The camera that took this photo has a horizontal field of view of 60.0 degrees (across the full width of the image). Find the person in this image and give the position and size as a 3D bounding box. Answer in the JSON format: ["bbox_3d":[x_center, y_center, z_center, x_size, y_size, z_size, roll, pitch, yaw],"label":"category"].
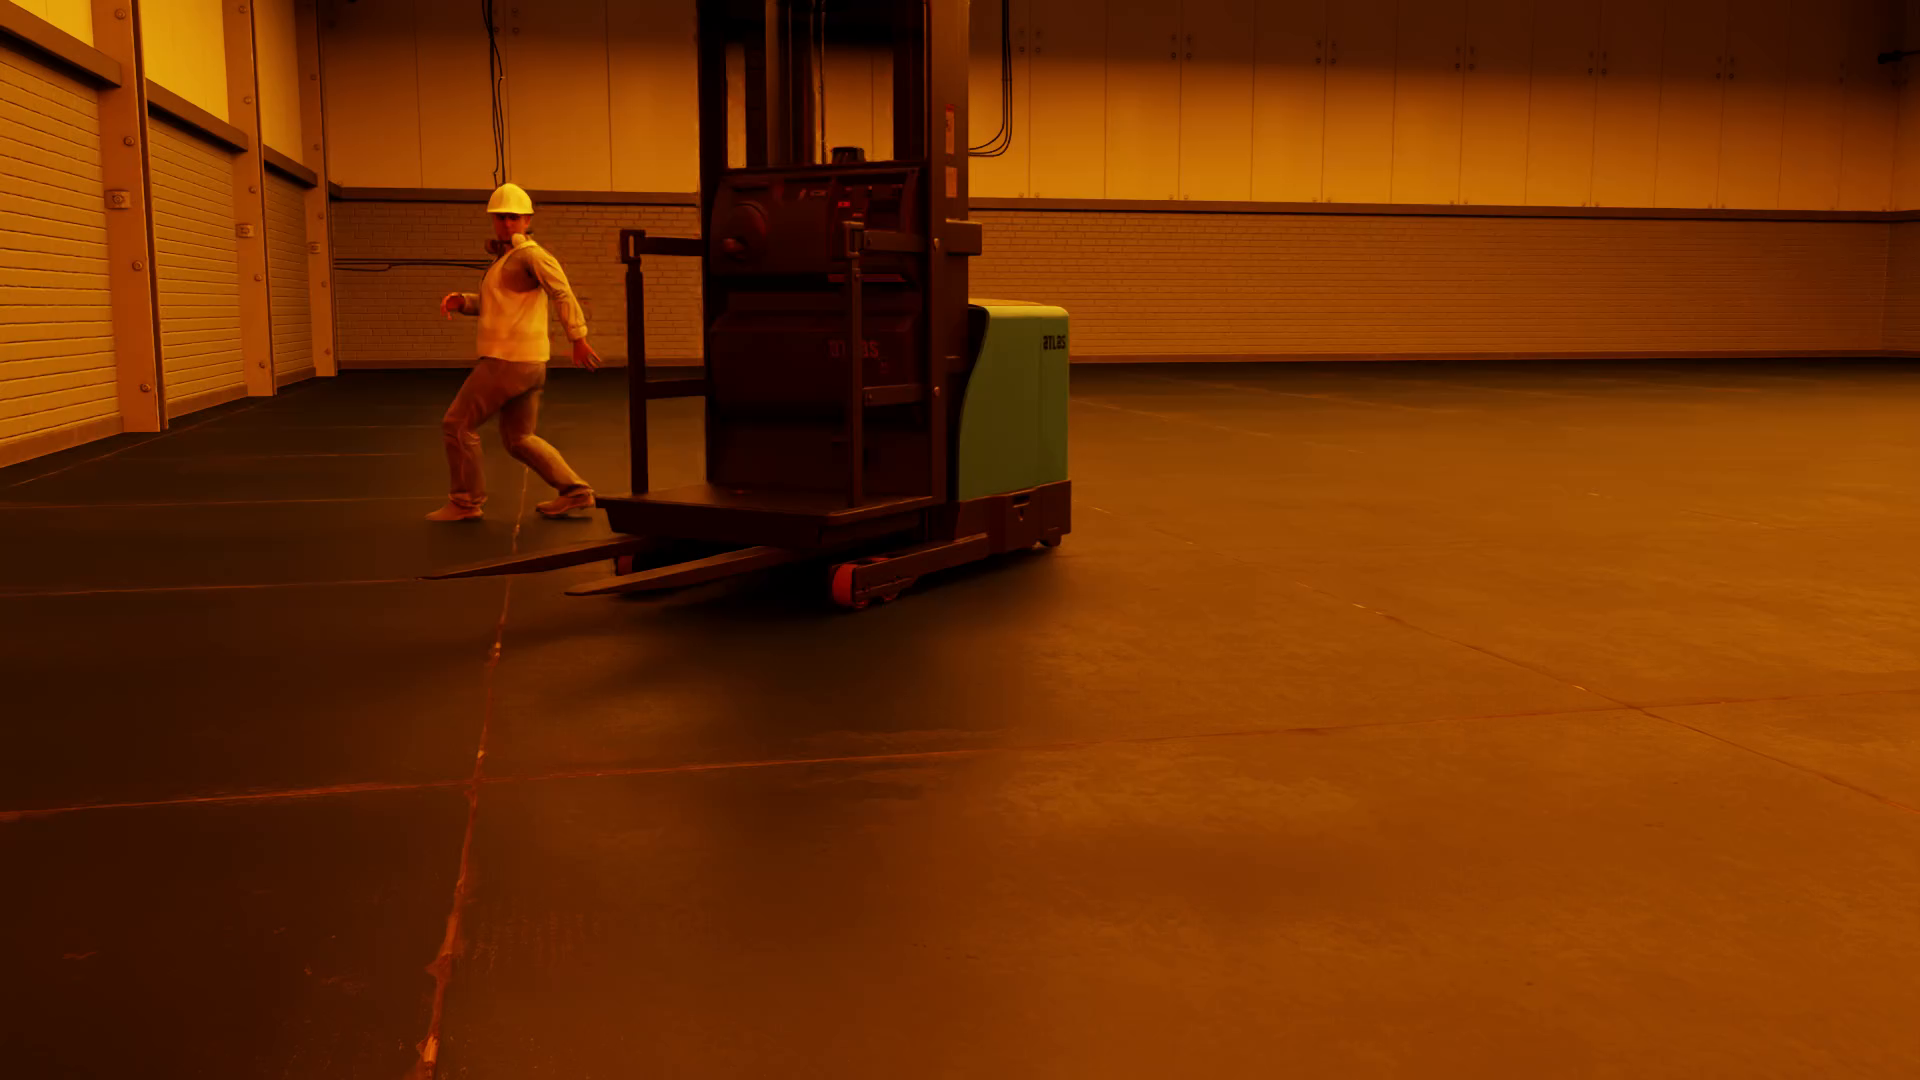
[{"bbox_3d":[-2.268,-0.926,8.382,0.936,1.704,0.551,-1,8,-5],"label":"person"}]

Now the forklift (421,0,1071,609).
[{"bbox_3d":[-0.674,-1.275,6.243,1.130,2.935,3.031,5,9,29],"label":"forklift"}]
